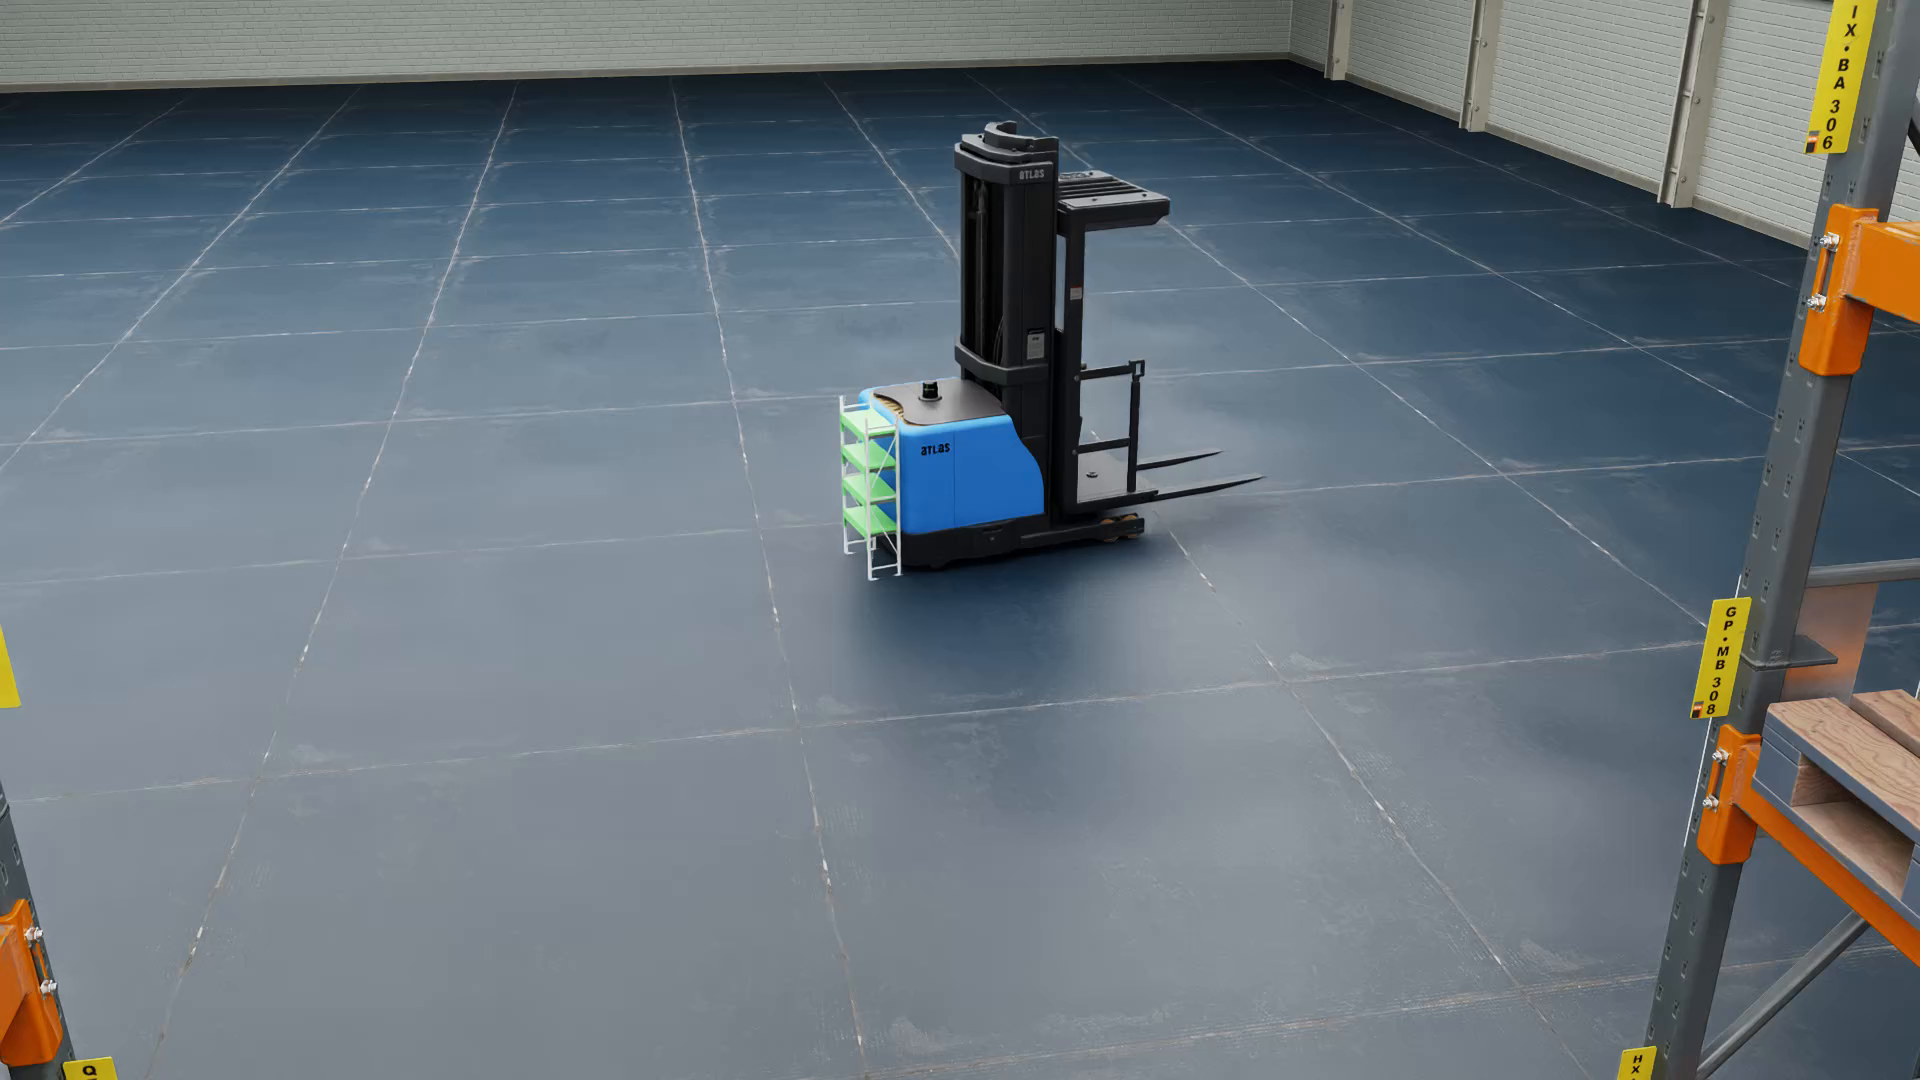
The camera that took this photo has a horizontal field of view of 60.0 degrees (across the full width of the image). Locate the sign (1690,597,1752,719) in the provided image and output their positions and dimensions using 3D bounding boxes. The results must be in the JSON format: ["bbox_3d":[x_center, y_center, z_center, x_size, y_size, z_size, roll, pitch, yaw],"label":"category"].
[{"bbox_3d":[1.864,0.291,4.076,0.100,0.325,0.005,-4,24,-10],"label":"sign"}]

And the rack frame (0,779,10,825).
[{"bbox_3d":[-2.462,-0.752,2.727,1.000,3.000,0.127,-4,24,-10],"label":"rack frame"}]

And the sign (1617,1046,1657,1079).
[{"bbox_3d":[1.864,1.543,4.623,0.100,0.325,0.005,-4,24,-10],"label":"sign"}]

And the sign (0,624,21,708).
[{"bbox_3d":[-1.913,0.184,3.227,0.100,0.325,0.005,-4,24,-10],"label":"sign"}]

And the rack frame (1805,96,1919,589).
[{"bbox_3d":[2.403,-1.118,3.566,0.949,2.616,0.053,-4,24,-10],"label":"rack frame"}]

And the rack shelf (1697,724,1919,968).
[{"bbox_3d":[2.776,1.373,2.510,1.077,0.370,4.000,-4,24,-10],"label":"rack shelf"}]

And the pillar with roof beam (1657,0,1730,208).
[{"bbox_3d":[5.562,-8.401,20.243,9.100,9.000,0.400,-4,24,-10],"label":"pillar with roof beam"}]

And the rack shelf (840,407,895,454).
[{"bbox_3d":[-0.625,-0.757,11.444,0.258,0.148,0.480,-10,25,-21],"label":"rack shelf"}]

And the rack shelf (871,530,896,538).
[{"bbox_3d":[-0.625,-0.123,11.721,0.199,0.029,0.442,-10,25,-21],"label":"rack shelf"}]

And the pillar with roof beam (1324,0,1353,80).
[{"bbox_3d":[3.343,-13.121,31.050,9.100,9.000,0.400,-4,24,-10],"label":"pillar with roof beam"}]

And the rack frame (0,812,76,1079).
[{"bbox_3d":[-2.462,1.998,3.928,1.000,3.000,0.127,-4,24,-10],"label":"rack frame"}]

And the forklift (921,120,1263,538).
[{"bbox_3d":[0.816,-1.509,12.042,3.031,2.935,1.121,-10,25,-21],"label":"forklift"}]

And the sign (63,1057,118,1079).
[{"bbox_3d":[-1.913,1.289,3.709,0.100,0.325,0.005,-4,24,-10],"label":"sign"}]

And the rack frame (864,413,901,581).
[{"bbox_3d":[-0.528,-0.286,11.406,0.240,1.200,0.015,-10,25,-21],"label":"rack frame"}]

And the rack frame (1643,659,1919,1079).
[{"bbox_3d":[2.406,1.631,4.767,1.000,3.000,0.127,-4,24,-10],"label":"rack frame"}]

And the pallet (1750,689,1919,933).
[{"bbox_3d":[2.463,0.676,3.443,1.003,0.211,1.213,-4,24,-10],"label":"pallet"}]

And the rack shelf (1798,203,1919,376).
[{"bbox_3d":[2.776,0.182,1.990,1.077,0.370,4.000,-4,24,-10],"label":"rack shelf"}]

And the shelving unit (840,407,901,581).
[{"bbox_3d":[-0.623,-0.373,11.606,0.258,1.200,0.492,-10,25,-21],"label":"shelving unit"}]

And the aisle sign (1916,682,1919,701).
[{"bbox_3d":[2.684,0.390,4.362,0.394,0.787,0.004,-4,24,-10],"label":"aisle sign"}]

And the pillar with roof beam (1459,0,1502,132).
[{"bbox_3d":[4.453,-10.761,25.647,9.100,9.000,0.400,-4,24,-10],"label":"pillar with roof beam"}]

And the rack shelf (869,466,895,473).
[{"bbox_3d":[-0.625,-0.563,11.529,0.199,0.029,0.442,-10,25,-21],"label":"rack shelf"}]
